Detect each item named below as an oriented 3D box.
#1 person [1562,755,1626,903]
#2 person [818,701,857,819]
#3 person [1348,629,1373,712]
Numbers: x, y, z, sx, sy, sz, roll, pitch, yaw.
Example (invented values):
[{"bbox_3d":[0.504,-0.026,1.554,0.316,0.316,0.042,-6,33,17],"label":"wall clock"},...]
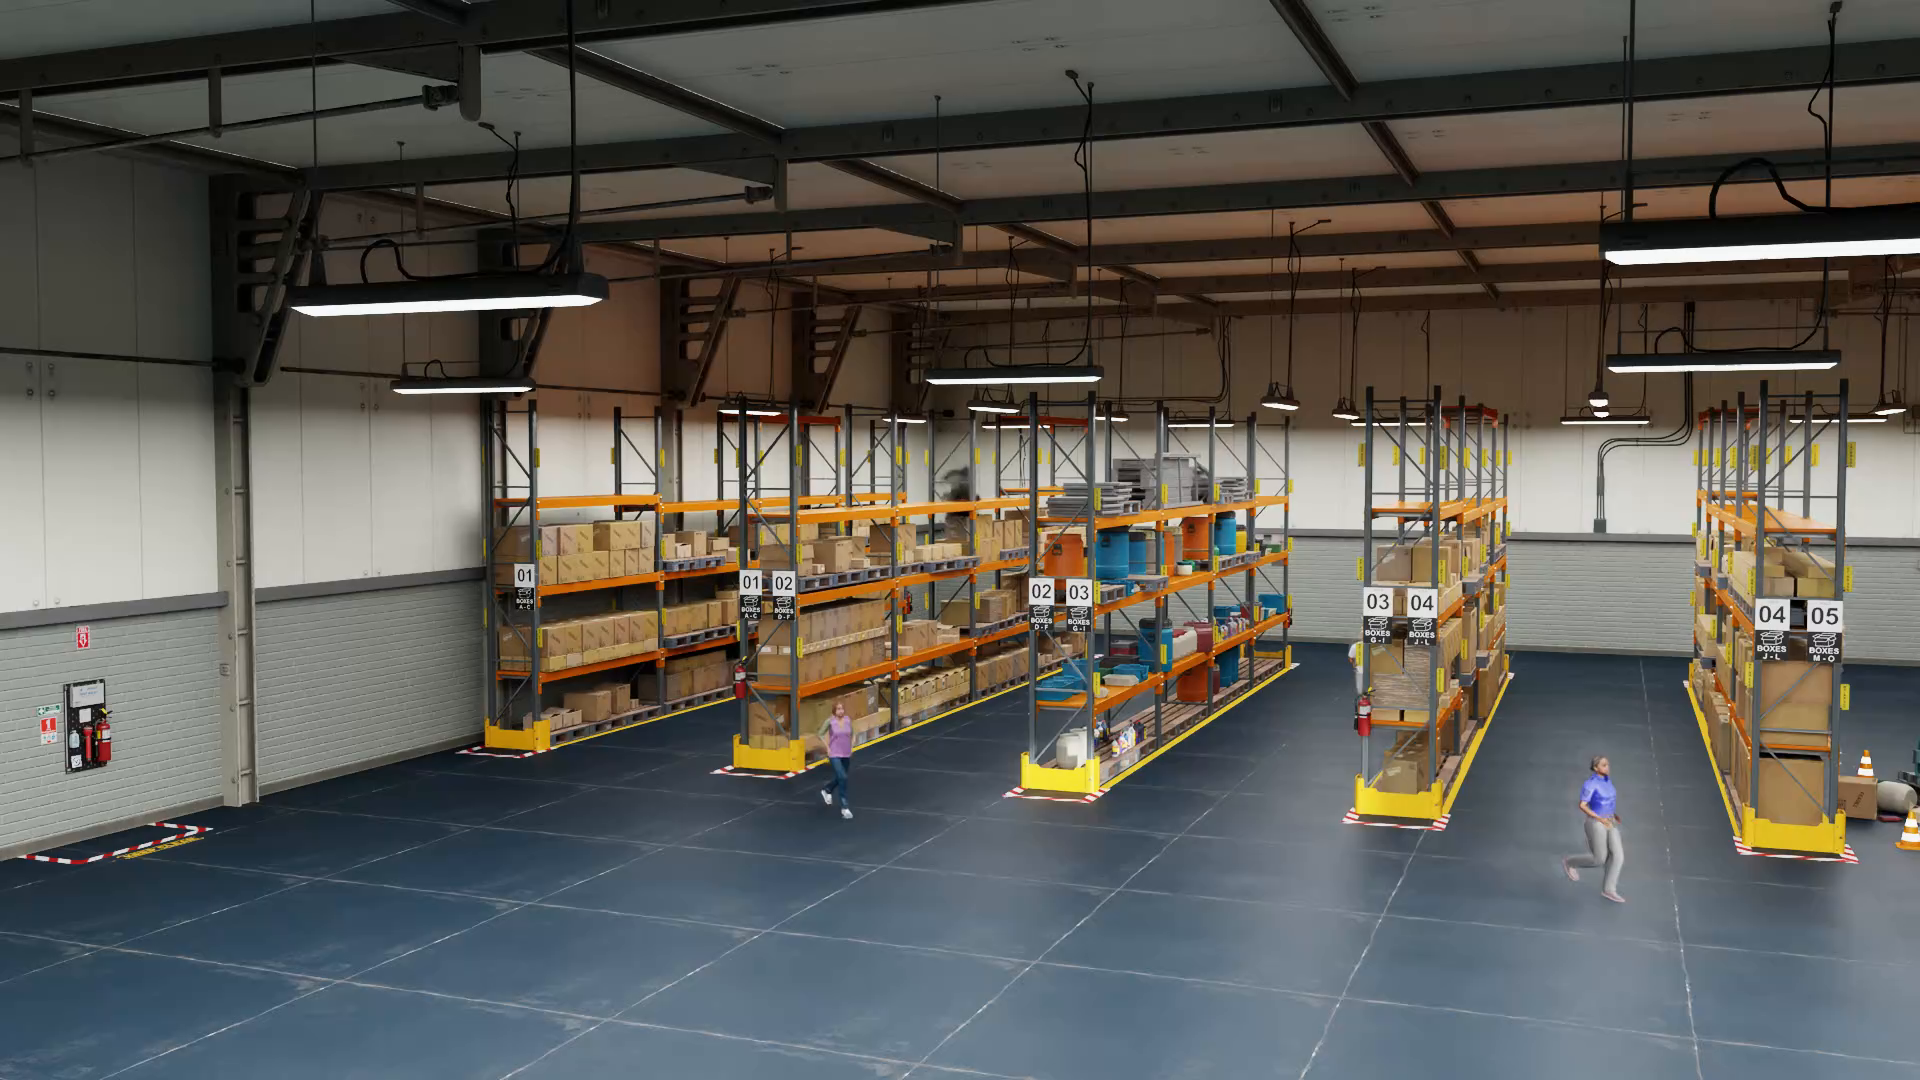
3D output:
[{"bbox_3d":[7.282,3.267,18.997,0.588,1.640,0.768,-2,3,-34],"label":"person"},{"bbox_3d":[-1.704,3.052,23.375,0.526,1.606,0.815,-2,3,-33],"label":"person"},{"bbox_3d":[7.813,2.561,32.061,0.698,1.723,0.579,1,3,23],"label":"person"}]
